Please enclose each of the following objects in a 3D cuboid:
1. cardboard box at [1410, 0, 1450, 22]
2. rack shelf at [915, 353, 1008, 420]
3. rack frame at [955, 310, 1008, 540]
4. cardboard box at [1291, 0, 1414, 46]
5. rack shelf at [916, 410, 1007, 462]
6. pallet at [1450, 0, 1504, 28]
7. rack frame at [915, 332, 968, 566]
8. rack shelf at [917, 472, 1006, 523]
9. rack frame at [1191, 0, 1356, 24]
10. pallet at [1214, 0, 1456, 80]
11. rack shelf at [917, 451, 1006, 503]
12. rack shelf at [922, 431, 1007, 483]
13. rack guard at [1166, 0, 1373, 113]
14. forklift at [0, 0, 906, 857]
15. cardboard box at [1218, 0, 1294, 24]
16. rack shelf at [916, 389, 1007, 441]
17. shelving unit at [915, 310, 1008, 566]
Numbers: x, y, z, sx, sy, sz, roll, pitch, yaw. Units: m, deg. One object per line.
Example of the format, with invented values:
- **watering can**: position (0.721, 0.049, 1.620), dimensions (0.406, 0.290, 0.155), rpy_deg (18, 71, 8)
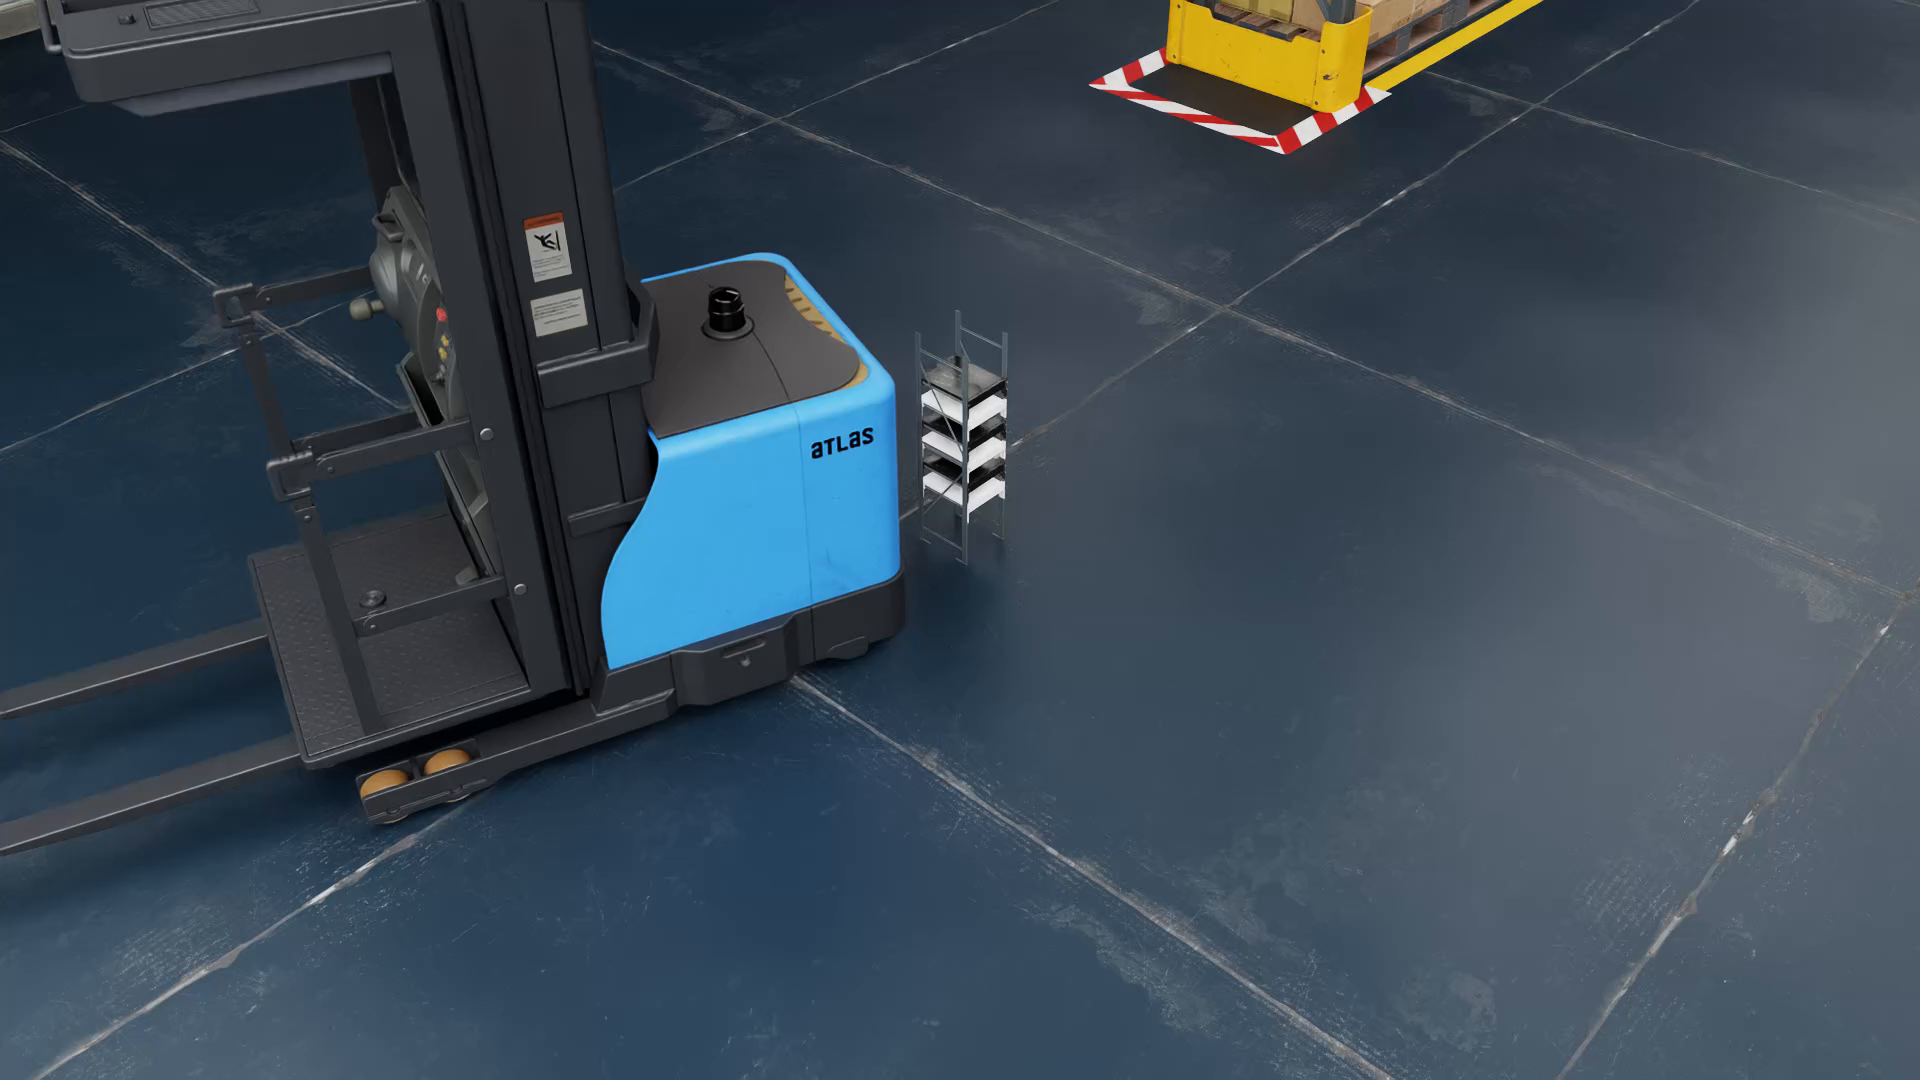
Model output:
- **cardboard box**: position (2.612, -3.336, 9.907), dimensions (0.500, 0.250, 0.500), rpy_deg (30, 47, 32)
- **rack shelf**: position (0.005, -0.541, 5.827), dimensions (0.258, 0.077, 0.200), rpy_deg (30, 47, 32)
- **rack frame**: position (0.074, -0.403, 6.033), dimensions (0.240, 0.900, 0.006), rpy_deg (30, 47, 32)
- **cardboard box**: position (2.278, -3.104, 9.616), dimensions (0.500, 0.250, 0.500), rpy_deg (30, 47, 32)
- **rack shelf**: position (0.005, -0.400, 5.939), dimensions (0.258, 0.077, 0.200), rpy_deg (30, 47, 32)
- **pallet**: position (3.060, -3.699, 10.732), dimensions (1.003, 0.211, 1.213), rpy_deg (30, 47, 32)
- **rack frame**: position (-0.063, -0.309, 5.916), dimensions (0.240, 0.900, 0.006), rpy_deg (30, 47, 32)
- **rack shelf**: position (0.005, -0.189, 6.107), dimensions (0.258, 0.077, 0.200), rpy_deg (30, 47, 32)
- **rack frame**: position (1.752, -3.863, 8.698), dimensions (1.000, 3.000, 0.127), rpy_deg (30, 47, 32)
- **pallet**: position (2.237, -3.141, 10.030), dimensions (1.003, 0.211, 1.213), rpy_deg (30, 47, 32)
- **rack shelf**: position (0.005, -0.259, 6.051), dimensions (0.258, 0.077, 0.200), rpy_deg (30, 47, 32)
- **rack shelf**: position (0.005, -0.330, 5.995), dimensions (0.258, 0.077, 0.200), rpy_deg (30, 47, 32)
- **rack guard**: position (1.736, -2.874, 9.463), dimensions (1.175, 0.500, 0.348), rpy_deg (30, 47, 32)
- **forklift**: position (-1.739, -0.648, 4.711), dimensions (3.031, 2.935, 1.130), rpy_deg (-18, 42, -21)
- **cardboard box**: position (1.895, -3.322, 9.889), dimensions (0.500, 0.250, 0.500), rpy_deg (30, 47, 32)
- **rack shelf**: position (0.005, -0.471, 5.883), dimensions (0.258, 0.077, 0.200), rpy_deg (30, 47, 32)
- **shelving unit**: position (0.005, -0.356, 5.975), dimensions (0.258, 0.900, 0.210), rpy_deg (30, 47, 32)
